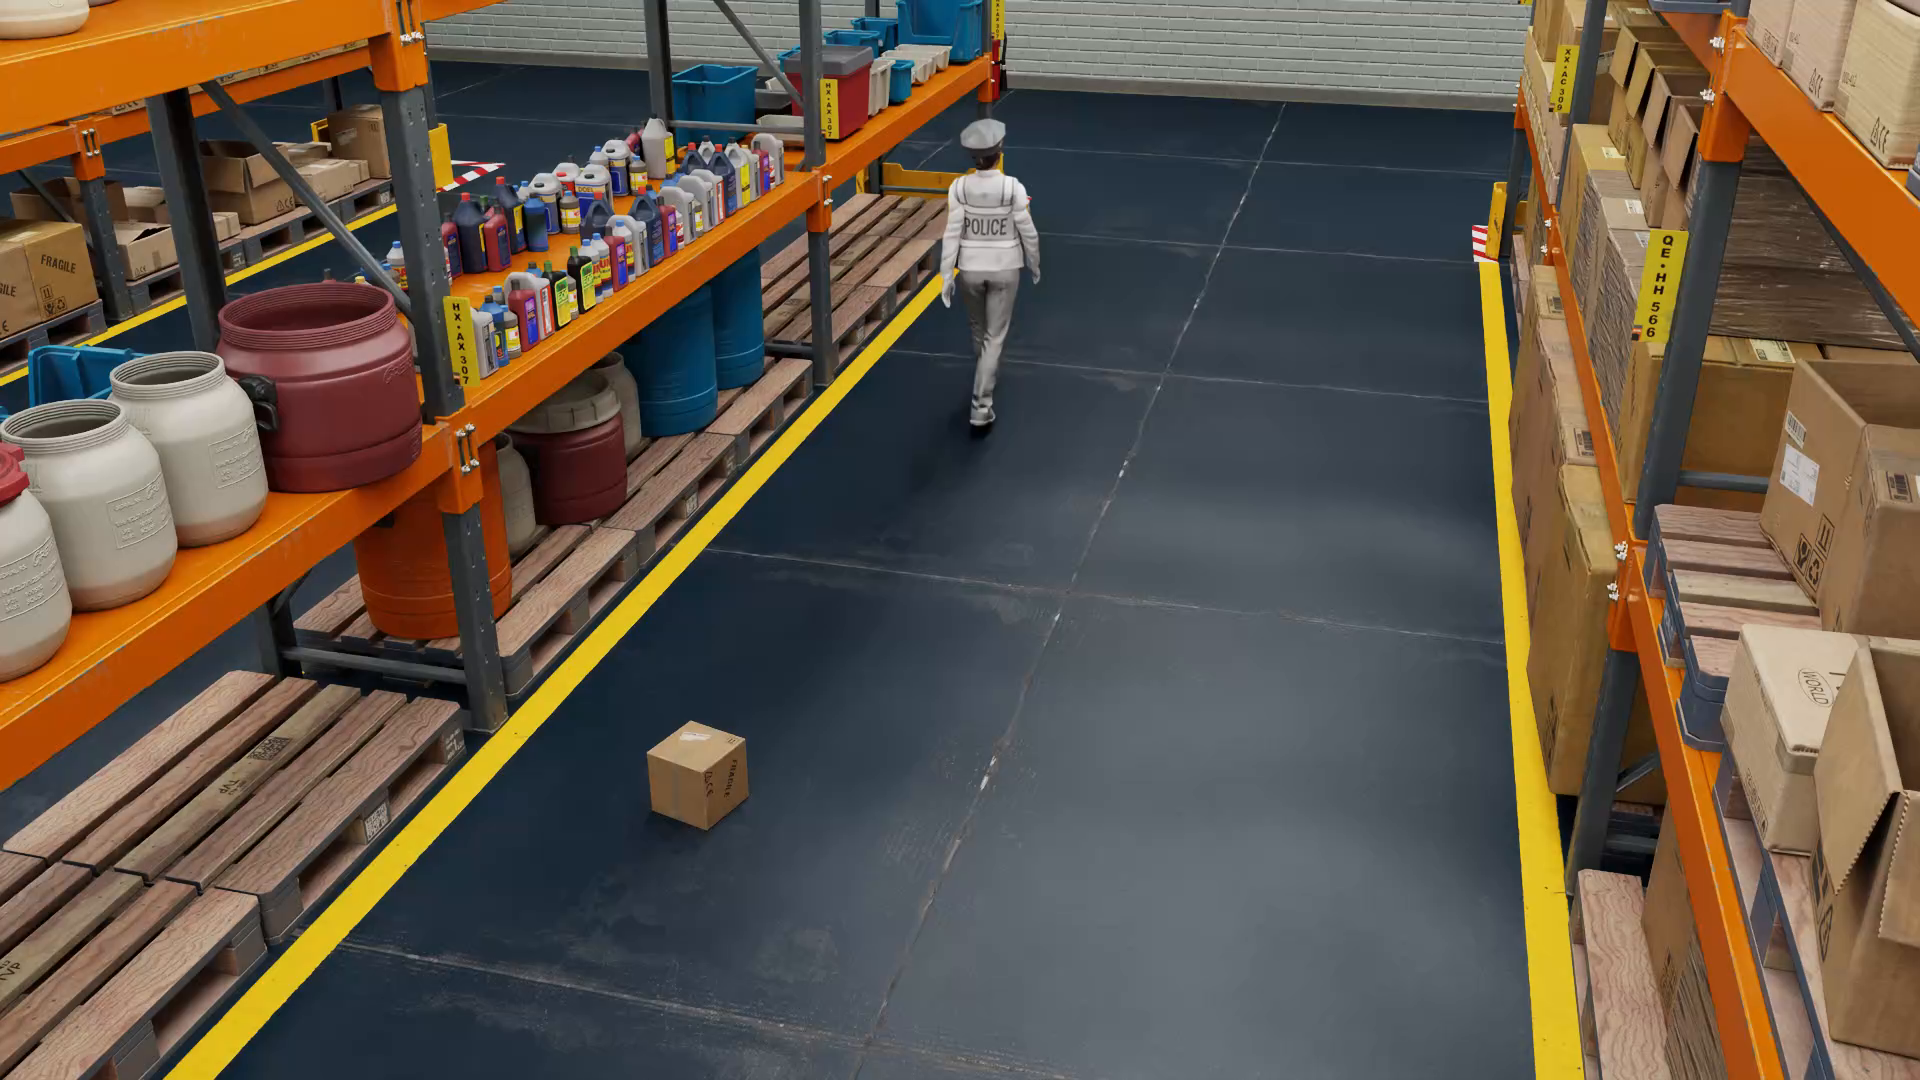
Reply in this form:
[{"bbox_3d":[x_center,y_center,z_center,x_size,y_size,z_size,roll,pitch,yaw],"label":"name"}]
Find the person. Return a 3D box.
[{"bbox_3d":[0.186,-1.528,9.262,0.517,1.630,0.983,7,26,13],"label":"person"}]
